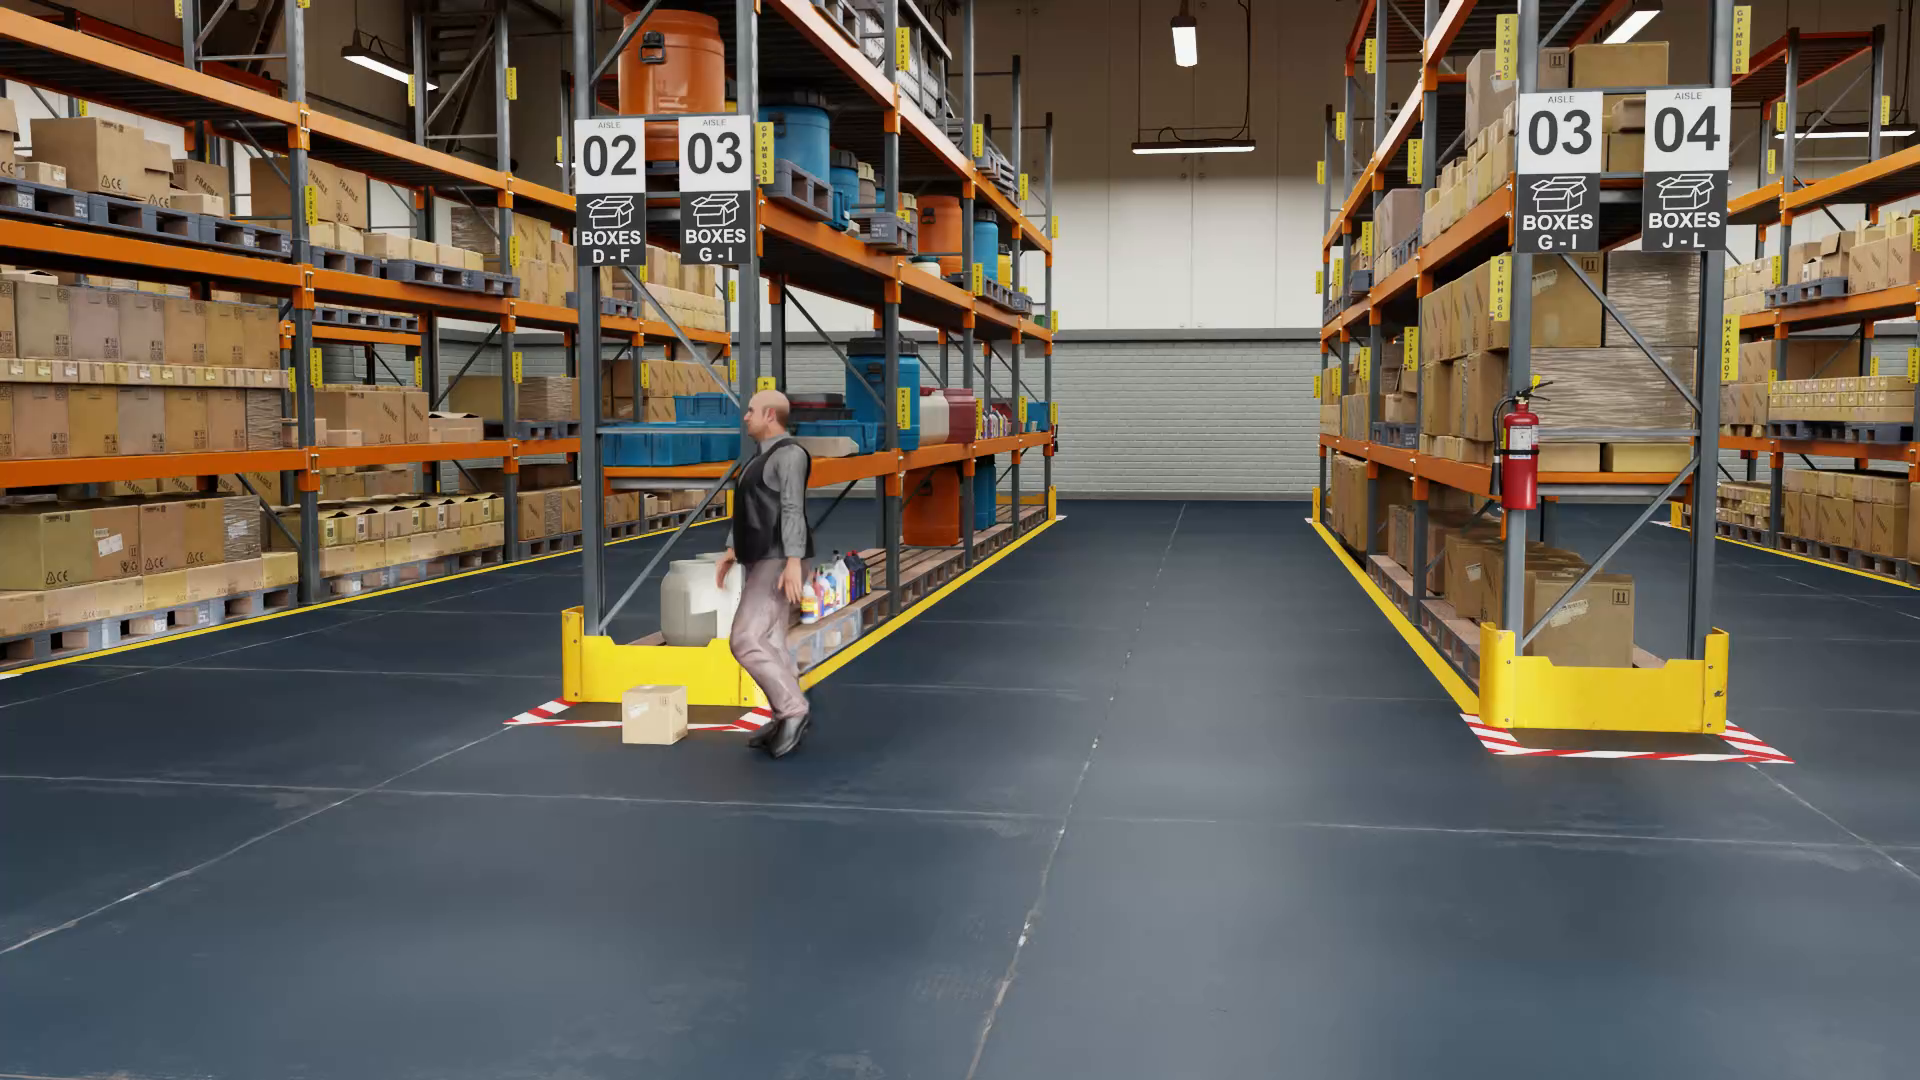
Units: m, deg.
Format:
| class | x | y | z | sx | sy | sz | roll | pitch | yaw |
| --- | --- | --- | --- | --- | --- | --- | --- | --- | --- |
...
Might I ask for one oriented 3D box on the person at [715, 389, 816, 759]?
| class | x | y | z | sx | sy | sz | roll | pitch | yaw |
| --- | --- | --- | --- | --- | --- | --- | --- | --- | --- |
| person | -0.923 | 0.141 | 7.906 | 0.452 | 1.712 | 0.639 | -2 | 5 | -25 |
